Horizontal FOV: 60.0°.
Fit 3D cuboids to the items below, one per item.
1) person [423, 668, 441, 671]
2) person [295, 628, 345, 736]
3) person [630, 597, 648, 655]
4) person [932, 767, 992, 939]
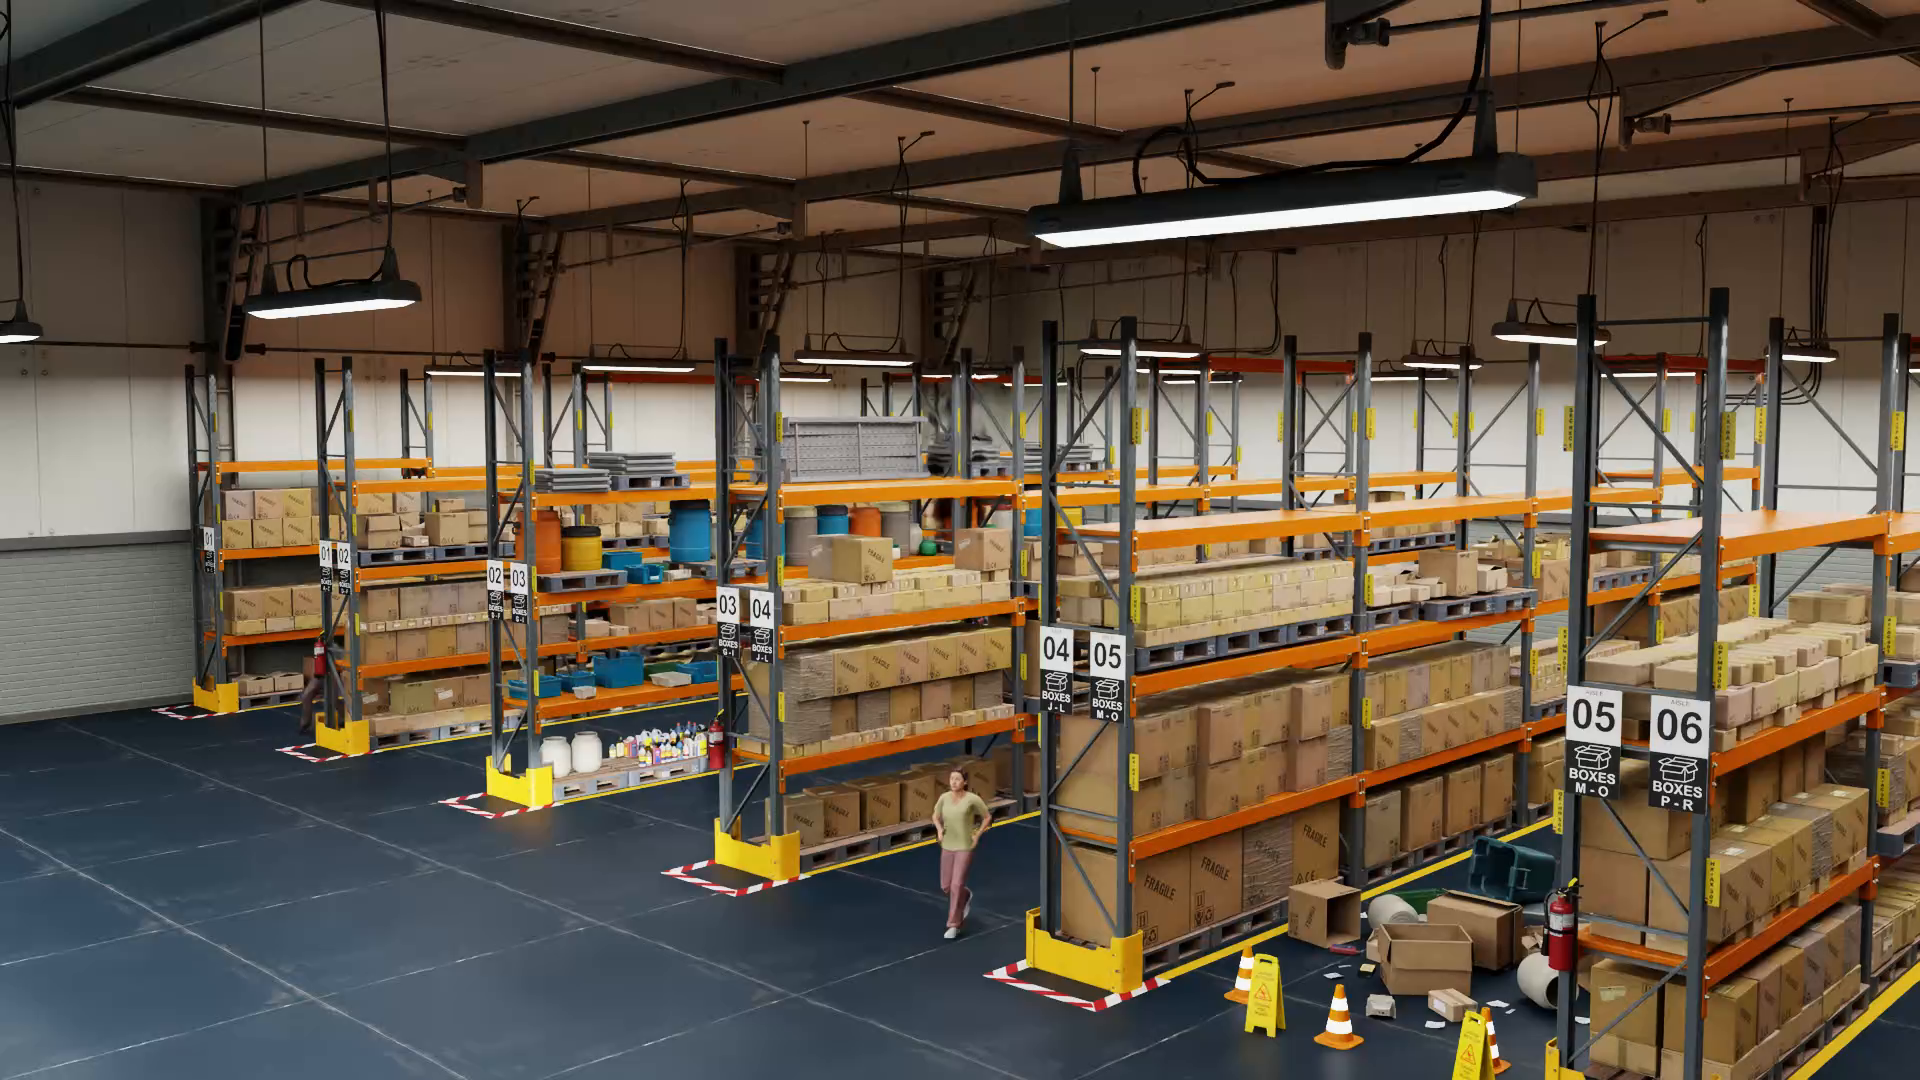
[{"bbox_3d":[-8.977,2.114,28.253,0.696,1.763,0.941,3,6,38],"label":"person"},{"bbox_3d":[-10.232,2.260,26.812,0.656,1.754,0.863,3,5,37],"label":"person"},{"bbox_3d":[-6.097,1.906,31.727,0.668,1.644,0.580,4,6,43],"label":"person"},{"bbox_3d":[-0.007,3.072,16.572,0.604,1.651,0.734,2,5,23],"label":"person"}]
